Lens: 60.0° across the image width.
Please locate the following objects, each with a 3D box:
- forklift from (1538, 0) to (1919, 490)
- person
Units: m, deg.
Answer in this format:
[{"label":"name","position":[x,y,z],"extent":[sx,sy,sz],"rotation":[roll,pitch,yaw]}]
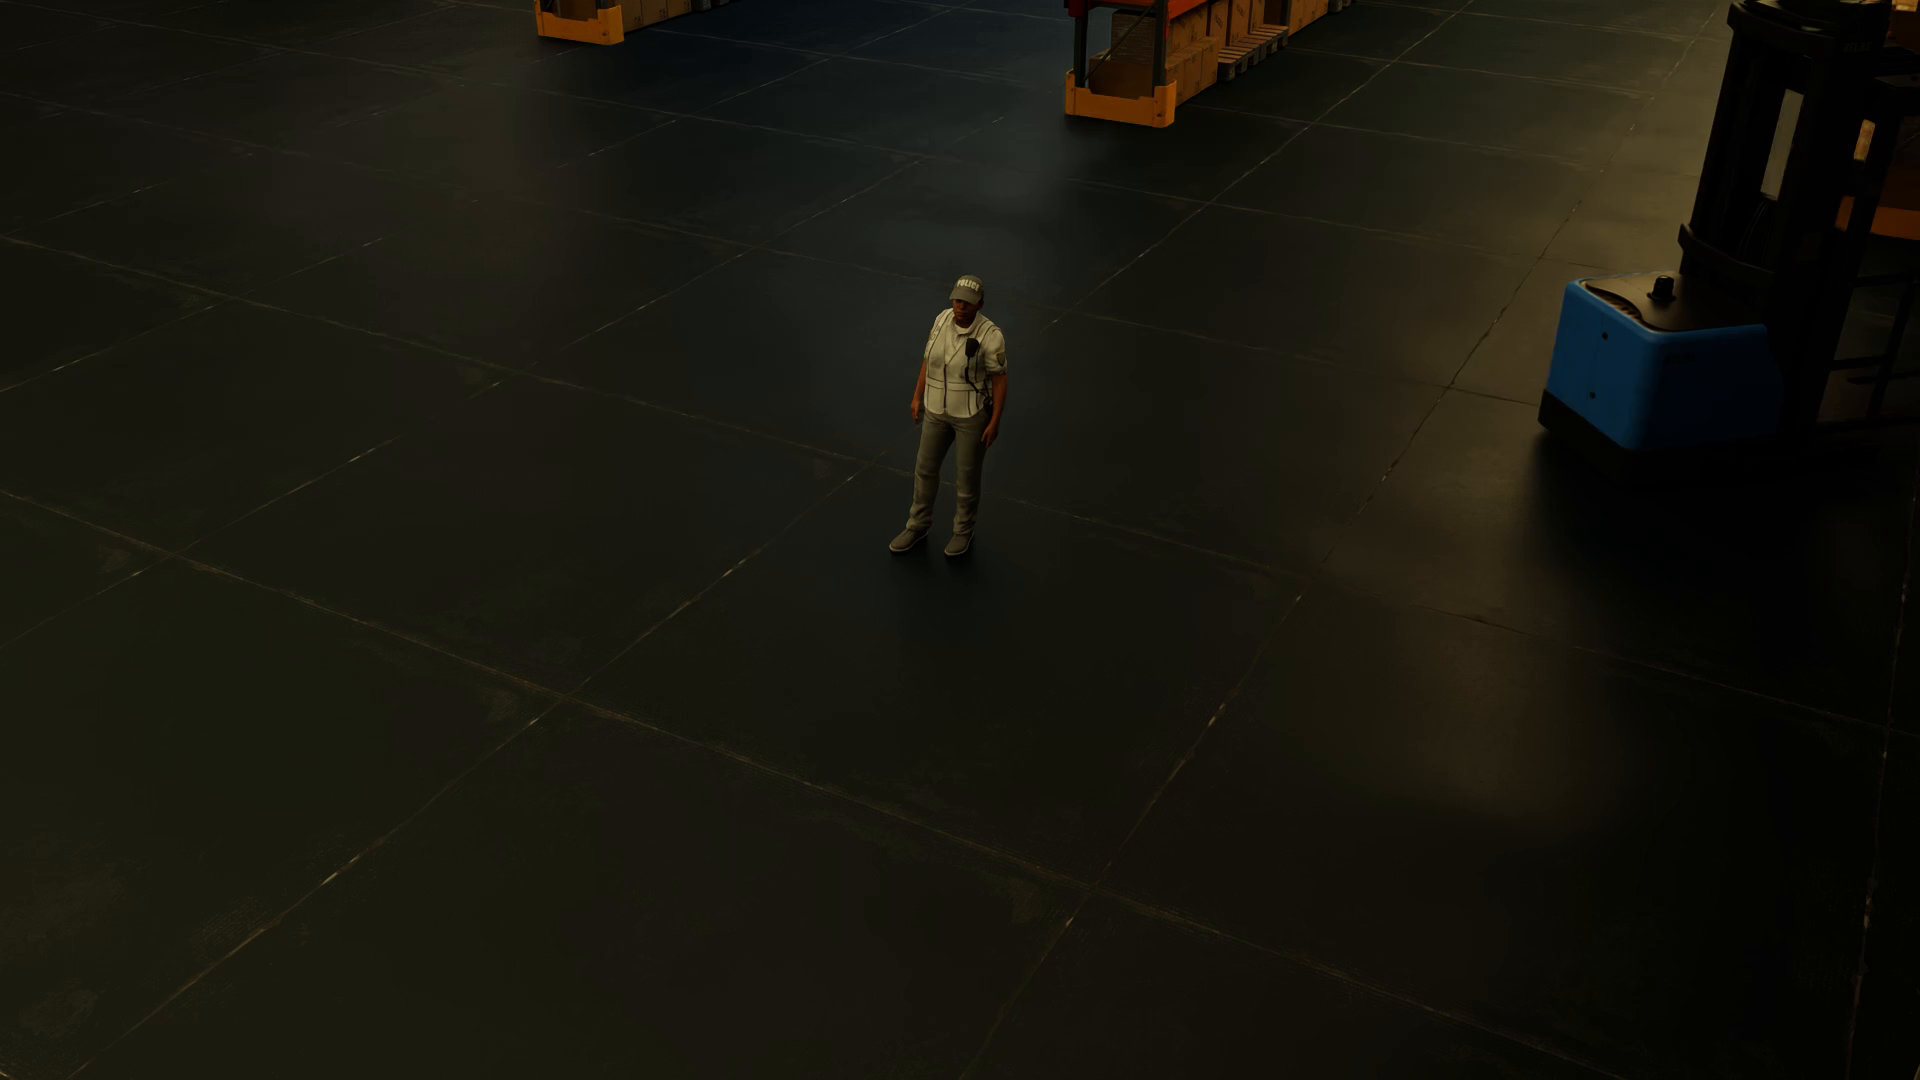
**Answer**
[{"label":"forklift","position":[5.485,-1.971,10.486],"extent":[3.031,2.935,1.130],"rotation":[-7,31,-12]},{"label":"person","position":[-0.057,-0.700,9.534],"extent":[0.598,1.670,0.529],"rotation":[15,33,25]}]
